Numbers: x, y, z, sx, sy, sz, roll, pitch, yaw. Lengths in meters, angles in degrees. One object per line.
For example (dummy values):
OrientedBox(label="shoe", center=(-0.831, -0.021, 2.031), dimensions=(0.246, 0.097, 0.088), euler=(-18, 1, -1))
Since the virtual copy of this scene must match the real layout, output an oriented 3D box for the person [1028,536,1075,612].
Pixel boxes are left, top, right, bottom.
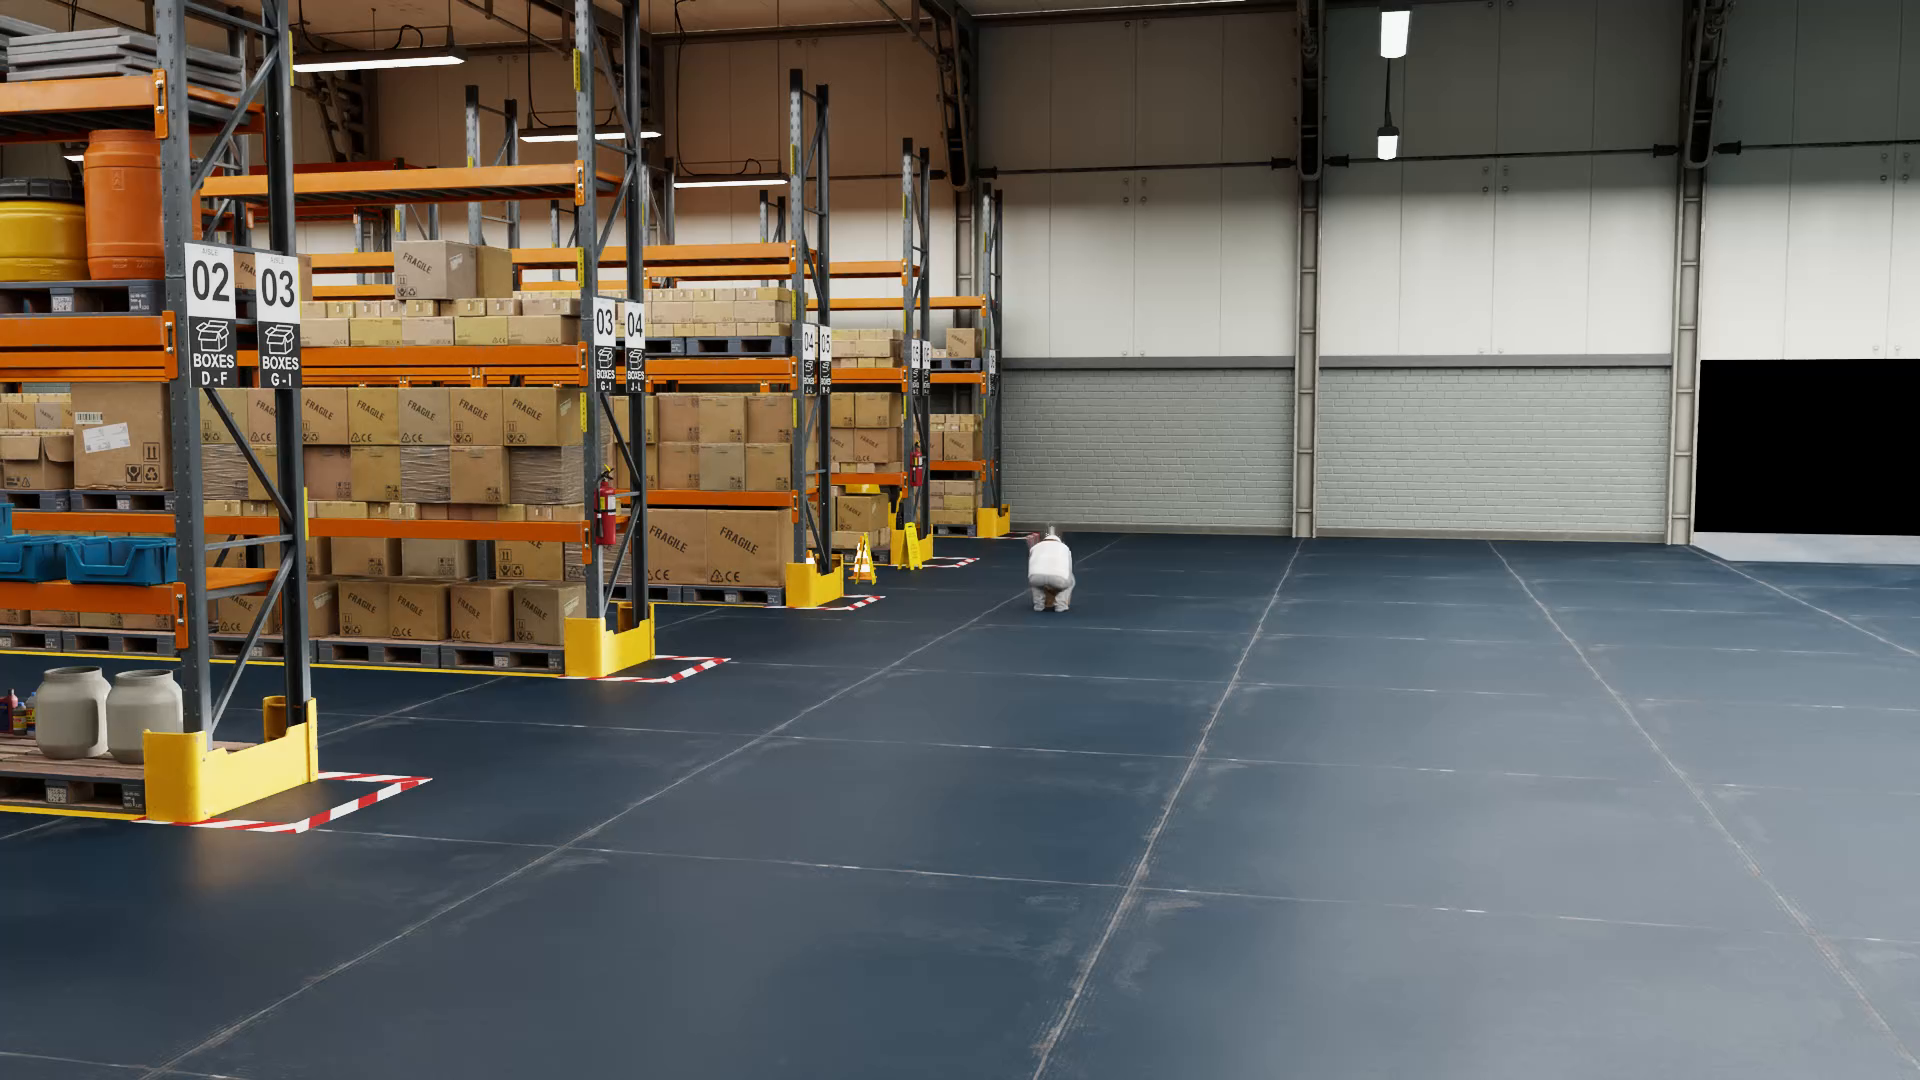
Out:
OrientedBox(label="person", center=(1.030, 0.421, 18.729), dimensions=(0.521, 0.878, 0.952), euler=(1, 5, 13))
